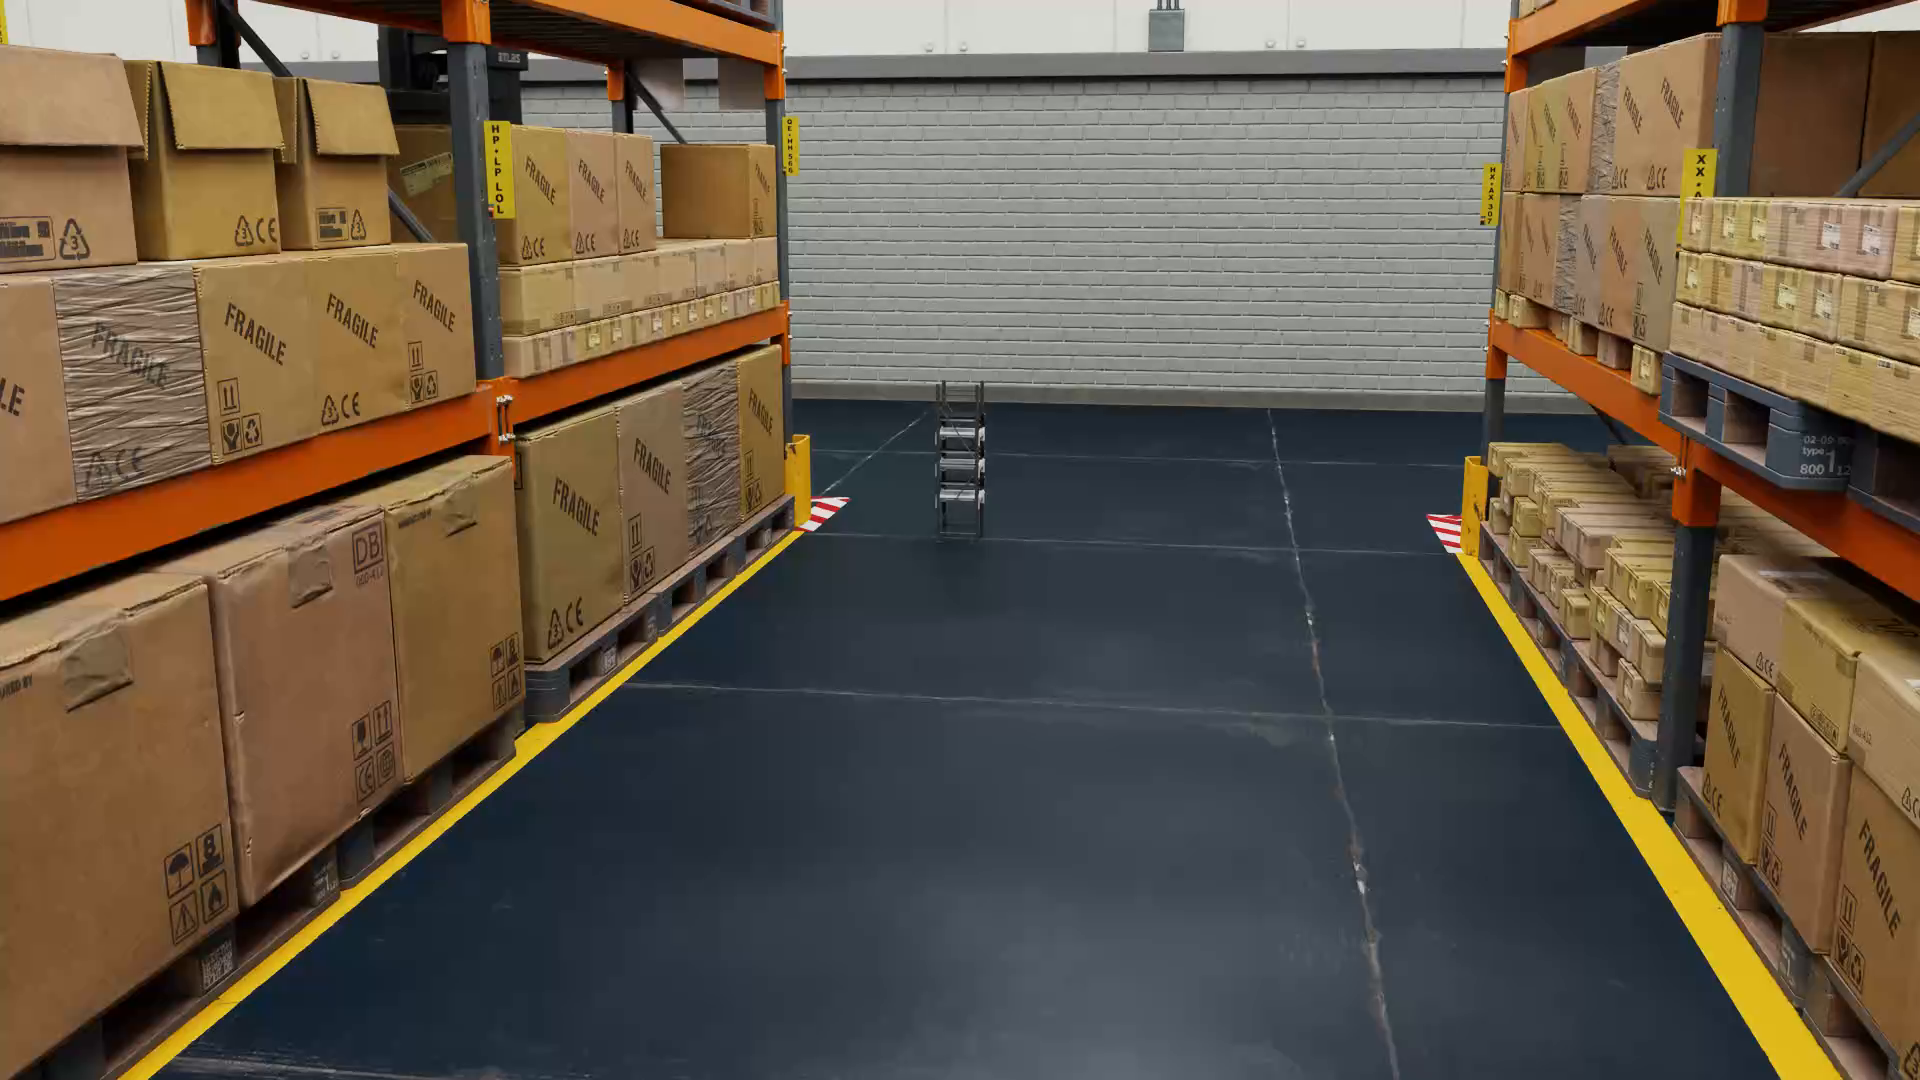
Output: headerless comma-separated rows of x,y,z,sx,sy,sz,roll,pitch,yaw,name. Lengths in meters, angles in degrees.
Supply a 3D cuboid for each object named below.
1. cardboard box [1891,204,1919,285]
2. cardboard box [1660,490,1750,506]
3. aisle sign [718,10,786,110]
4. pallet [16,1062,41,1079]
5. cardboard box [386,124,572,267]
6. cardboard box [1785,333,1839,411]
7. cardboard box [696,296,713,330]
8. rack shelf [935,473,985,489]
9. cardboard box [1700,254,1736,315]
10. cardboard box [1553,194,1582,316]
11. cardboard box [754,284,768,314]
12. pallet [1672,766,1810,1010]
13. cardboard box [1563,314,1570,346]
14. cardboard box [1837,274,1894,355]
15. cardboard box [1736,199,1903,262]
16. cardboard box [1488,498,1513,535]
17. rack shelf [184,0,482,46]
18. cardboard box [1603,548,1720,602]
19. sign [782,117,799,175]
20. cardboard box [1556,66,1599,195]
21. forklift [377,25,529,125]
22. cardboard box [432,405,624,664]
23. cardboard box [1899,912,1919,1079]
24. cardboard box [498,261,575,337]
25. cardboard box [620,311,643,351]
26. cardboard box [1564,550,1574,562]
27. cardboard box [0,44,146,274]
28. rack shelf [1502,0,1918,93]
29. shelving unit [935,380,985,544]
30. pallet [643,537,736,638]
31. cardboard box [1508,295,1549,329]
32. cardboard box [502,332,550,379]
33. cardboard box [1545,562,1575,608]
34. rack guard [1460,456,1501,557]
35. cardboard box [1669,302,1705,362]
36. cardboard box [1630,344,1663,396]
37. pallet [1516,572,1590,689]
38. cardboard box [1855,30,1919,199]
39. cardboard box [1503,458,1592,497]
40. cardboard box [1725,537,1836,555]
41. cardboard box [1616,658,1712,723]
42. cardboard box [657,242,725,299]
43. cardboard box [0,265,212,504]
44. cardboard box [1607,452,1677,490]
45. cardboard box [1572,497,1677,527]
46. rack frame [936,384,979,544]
2.015,-0.556,3.142,0.380,0.149,0.250,2,12,10,cardboard box
3.301,-0.123,7.302,0.380,0.149,0.250,1,12,7,cardboard box
-1.197,-2.866,9.501,0.394,0.787,0.004,2,12,9,aisle sign
-2.539,1.277,3.067,1.003,0.211,1.213,2,12,9,pallet
-1.793,-1.287,6.217,0.500,0.500,0.500,2,12,9,cardboard box
2.093,-0.376,3.717,0.380,0.149,0.250,1,12,6,cardboard box
-1.429,-1.116,8.146,0.380,0.149,0.250,2,12,9,cardboard box
0.001,-0.321,9.432,0.258,0.077,0.200,2,12,9,rack shelf
2.213,-0.682,4.433,0.380,0.149,0.250,2,12,8,cardboard box
2.822,-1.198,6.988,0.500,0.500,0.500,2,12,7,cardboard box
-1.272,-1.328,9.132,0.380,0.149,0.250,2,12,9,cardboard box
2.647,0.950,4.585,1.003,0.211,1.213,2,12,9,pallet
2.818,-0.902,7.156,0.380,0.149,0.250,2,12,11,cardboard box
2.054,-0.463,3.415,0.380,0.149,0.250,2,12,8,cardboard box
2.172,-0.770,4.135,0.380,0.149,0.250,2,12,9,cardboard box
2.984,-0.121,8.706,0.380,0.149,0.250,2,12,10,cardboard box
-2.427,-1.456,3.715,1.077,0.370,4.000,2,12,9,rack shelf
2.595,0.133,6.114,0.380,0.149,0.250,2,12,8,cardboard box
-0.970,-2.251,9.509,0.100,0.325,0.005,2,12,9,sign
2.801,-1.687,6.886,0.500,0.500,0.500,1,12,7,cardboard box
-3.387,-1.603,9.974,1.130,2.935,3.031,7,14,29,forklift
-1.939,-0.059,6.692,0.875,0.875,0.875,2,12,9,cardboard box
2.142,0.910,3.088,0.500,0.500,0.500,1,12,6,cardboard box
-1.789,-0.919,6.286,0.500,0.250,0.500,2,12,8,cardboard box
-1.587,-0.903,7.159,0.380,0.149,0.250,2,12,8,cardboard box
2.904,0.011,7.389,0.380,0.149,0.250,3,12,12,cardboard box
-2.407,-0.891,3.889,0.797,0.503,0.637,2,12,10,cardboard box
3.073,-2.107,6.735,1.077,0.370,4.000,2,12,9,rack shelf
0.001,-0.442,9.406,0.258,0.900,0.210,2,12,9,shelving unit
-1.740,0.195,8.085,1.003,0.211,1.213,2,12,9,pallet
2.915,-1.120,8.166,0.380,0.149,0.250,2,12,7,cardboard box
-1.746,-0.685,6.149,0.380,0.149,0.250,2,12,9,cardboard box
2.759,0.201,7.209,0.380,0.149,0.250,2,12,9,cardboard box
3.369,-0.170,9.097,1.175,0.500,0.348,2,12,9,rack guard
2.251,-0.591,4.715,0.380,0.149,0.250,1,12,6,cardboard box
2.510,-0.577,5.647,0.380,0.149,0.250,2,12,7,cardboard box
3.019,0.392,7.173,1.003,0.211,1.213,2,12,9,pallet
3.076,-1.345,5.296,0.500,0.500,0.500,2,12,10,cardboard box
2.876,-0.303,8.137,0.380,0.149,0.250,2,12,8,cardboard box
3.132,0.092,6.303,0.380,0.149,0.250,2,12,7,cardboard box
2.489,0.520,5.730,0.380,0.149,0.250,2,12,9,cardboard box
-1.473,-1.341,8.246,0.500,0.250,0.500,1,12,7,cardboard box
-2.160,-0.384,3.918,0.500,0.500,0.500,2,12,9,cardboard box
3.455,-0.342,8.317,0.380,0.149,0.250,2,12,10,cardboard box
2.838,-0.083,7.115,0.380,0.149,0.250,2,12,9,cardboard box
-0.014,-0.420,9.308,0.240,0.900,0.006,2,12,9,rack frame
